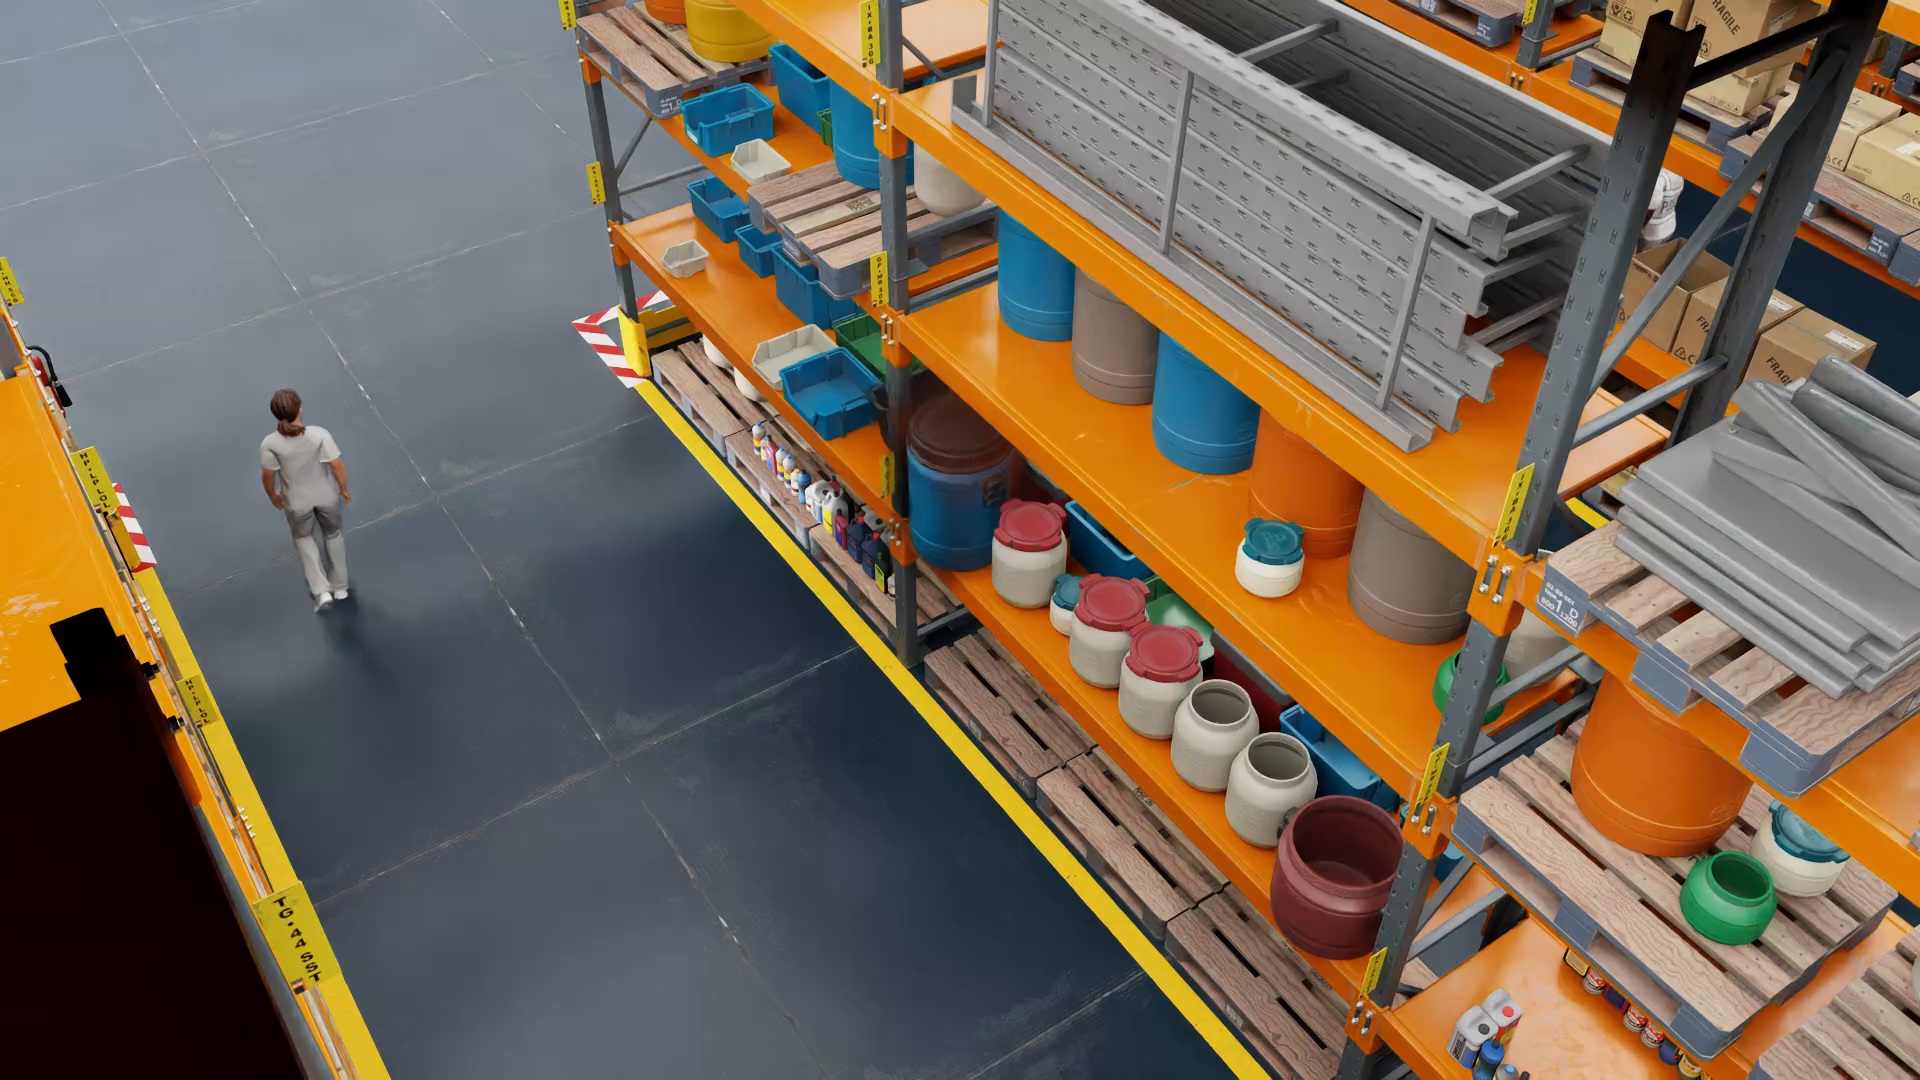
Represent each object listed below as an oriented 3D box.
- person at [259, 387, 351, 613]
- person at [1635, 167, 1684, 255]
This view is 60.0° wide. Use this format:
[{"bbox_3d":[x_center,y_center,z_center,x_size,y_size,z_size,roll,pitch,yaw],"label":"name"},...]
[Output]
[{"bbox_3d":[-4.191,-0.223,10.793,0.516,1.654,0.523,-16,45,-17],"label":"person"},{"bbox_3d":[5.513,-2.420,13.188,0.540,1.658,0.554,-32,51,-30],"label":"person"}]
